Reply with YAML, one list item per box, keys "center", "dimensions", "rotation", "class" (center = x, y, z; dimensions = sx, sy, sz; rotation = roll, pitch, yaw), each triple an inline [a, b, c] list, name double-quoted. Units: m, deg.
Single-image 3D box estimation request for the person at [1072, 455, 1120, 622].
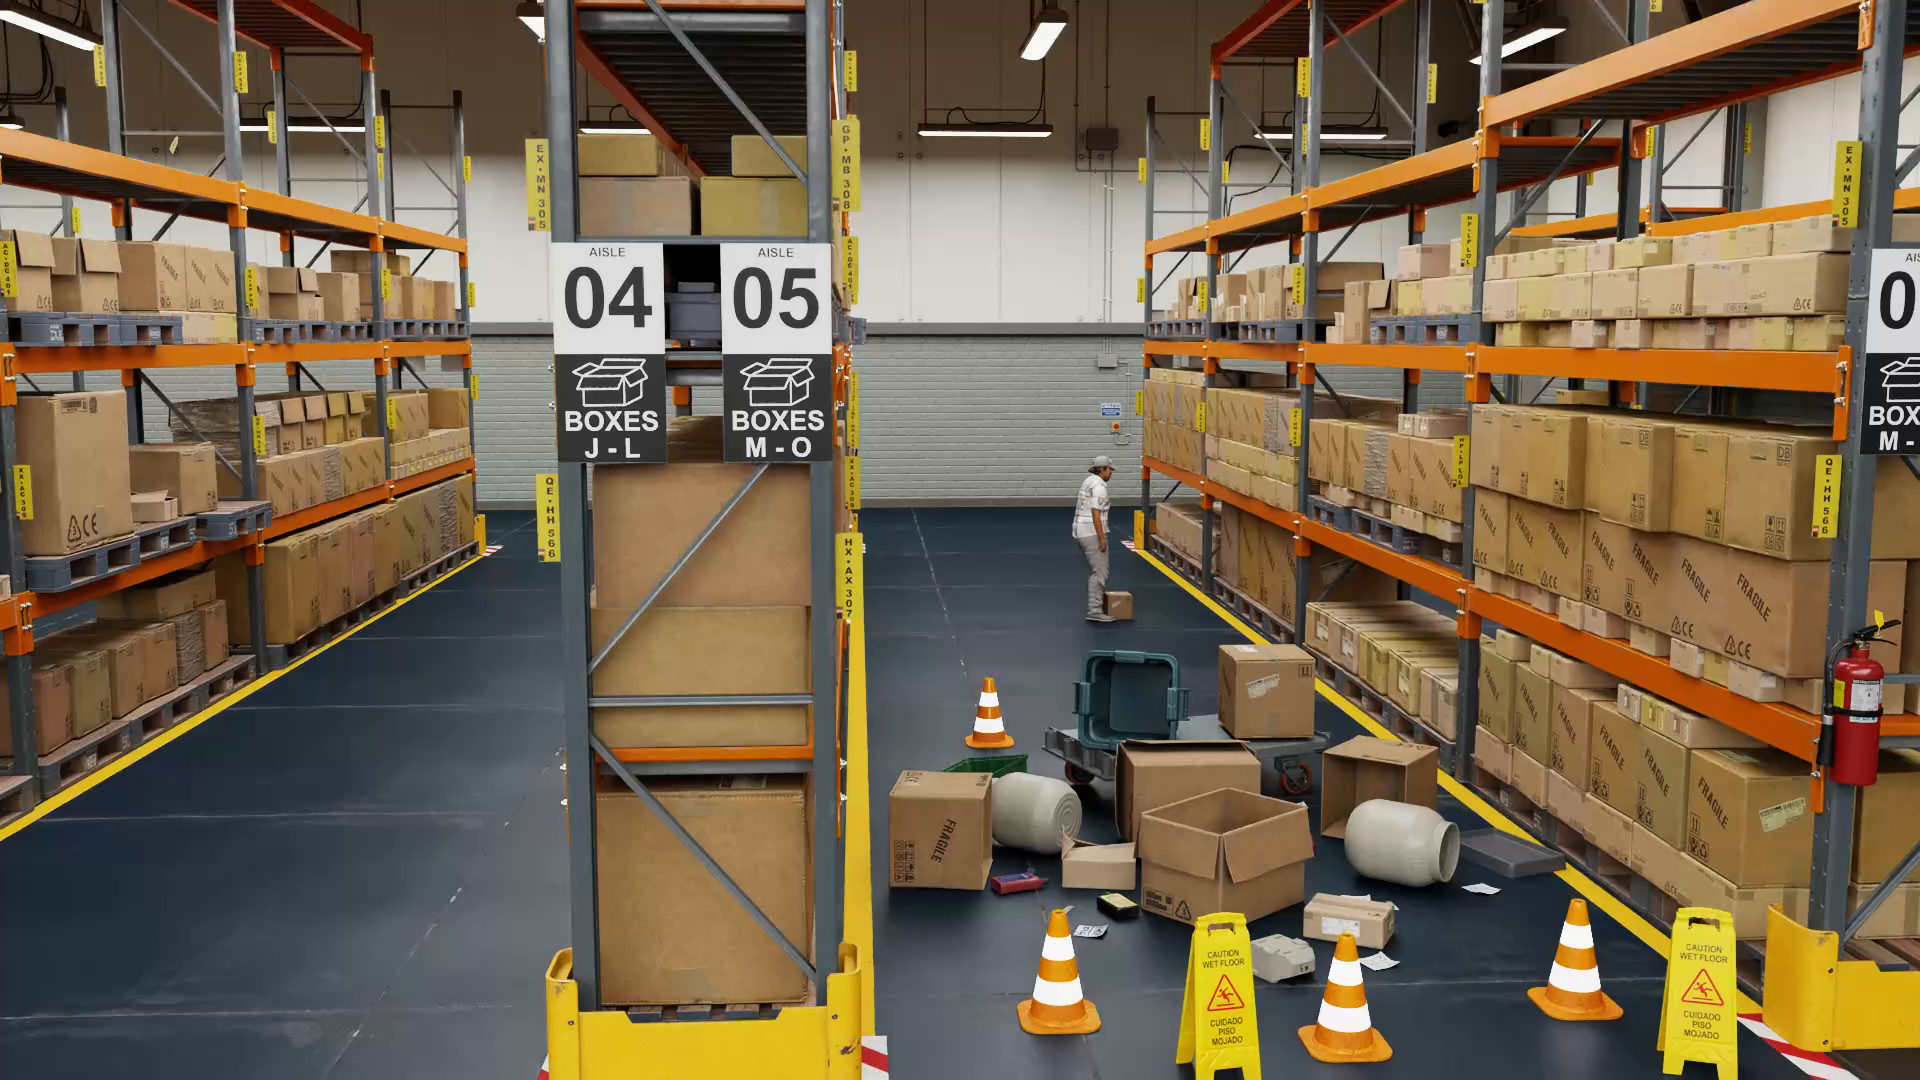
- center: [1.395, -0.026, 16.942]
  dimensions: [0.470, 1.665, 0.561]
  rotation: [-1, 7, -7]
  class: "person"
